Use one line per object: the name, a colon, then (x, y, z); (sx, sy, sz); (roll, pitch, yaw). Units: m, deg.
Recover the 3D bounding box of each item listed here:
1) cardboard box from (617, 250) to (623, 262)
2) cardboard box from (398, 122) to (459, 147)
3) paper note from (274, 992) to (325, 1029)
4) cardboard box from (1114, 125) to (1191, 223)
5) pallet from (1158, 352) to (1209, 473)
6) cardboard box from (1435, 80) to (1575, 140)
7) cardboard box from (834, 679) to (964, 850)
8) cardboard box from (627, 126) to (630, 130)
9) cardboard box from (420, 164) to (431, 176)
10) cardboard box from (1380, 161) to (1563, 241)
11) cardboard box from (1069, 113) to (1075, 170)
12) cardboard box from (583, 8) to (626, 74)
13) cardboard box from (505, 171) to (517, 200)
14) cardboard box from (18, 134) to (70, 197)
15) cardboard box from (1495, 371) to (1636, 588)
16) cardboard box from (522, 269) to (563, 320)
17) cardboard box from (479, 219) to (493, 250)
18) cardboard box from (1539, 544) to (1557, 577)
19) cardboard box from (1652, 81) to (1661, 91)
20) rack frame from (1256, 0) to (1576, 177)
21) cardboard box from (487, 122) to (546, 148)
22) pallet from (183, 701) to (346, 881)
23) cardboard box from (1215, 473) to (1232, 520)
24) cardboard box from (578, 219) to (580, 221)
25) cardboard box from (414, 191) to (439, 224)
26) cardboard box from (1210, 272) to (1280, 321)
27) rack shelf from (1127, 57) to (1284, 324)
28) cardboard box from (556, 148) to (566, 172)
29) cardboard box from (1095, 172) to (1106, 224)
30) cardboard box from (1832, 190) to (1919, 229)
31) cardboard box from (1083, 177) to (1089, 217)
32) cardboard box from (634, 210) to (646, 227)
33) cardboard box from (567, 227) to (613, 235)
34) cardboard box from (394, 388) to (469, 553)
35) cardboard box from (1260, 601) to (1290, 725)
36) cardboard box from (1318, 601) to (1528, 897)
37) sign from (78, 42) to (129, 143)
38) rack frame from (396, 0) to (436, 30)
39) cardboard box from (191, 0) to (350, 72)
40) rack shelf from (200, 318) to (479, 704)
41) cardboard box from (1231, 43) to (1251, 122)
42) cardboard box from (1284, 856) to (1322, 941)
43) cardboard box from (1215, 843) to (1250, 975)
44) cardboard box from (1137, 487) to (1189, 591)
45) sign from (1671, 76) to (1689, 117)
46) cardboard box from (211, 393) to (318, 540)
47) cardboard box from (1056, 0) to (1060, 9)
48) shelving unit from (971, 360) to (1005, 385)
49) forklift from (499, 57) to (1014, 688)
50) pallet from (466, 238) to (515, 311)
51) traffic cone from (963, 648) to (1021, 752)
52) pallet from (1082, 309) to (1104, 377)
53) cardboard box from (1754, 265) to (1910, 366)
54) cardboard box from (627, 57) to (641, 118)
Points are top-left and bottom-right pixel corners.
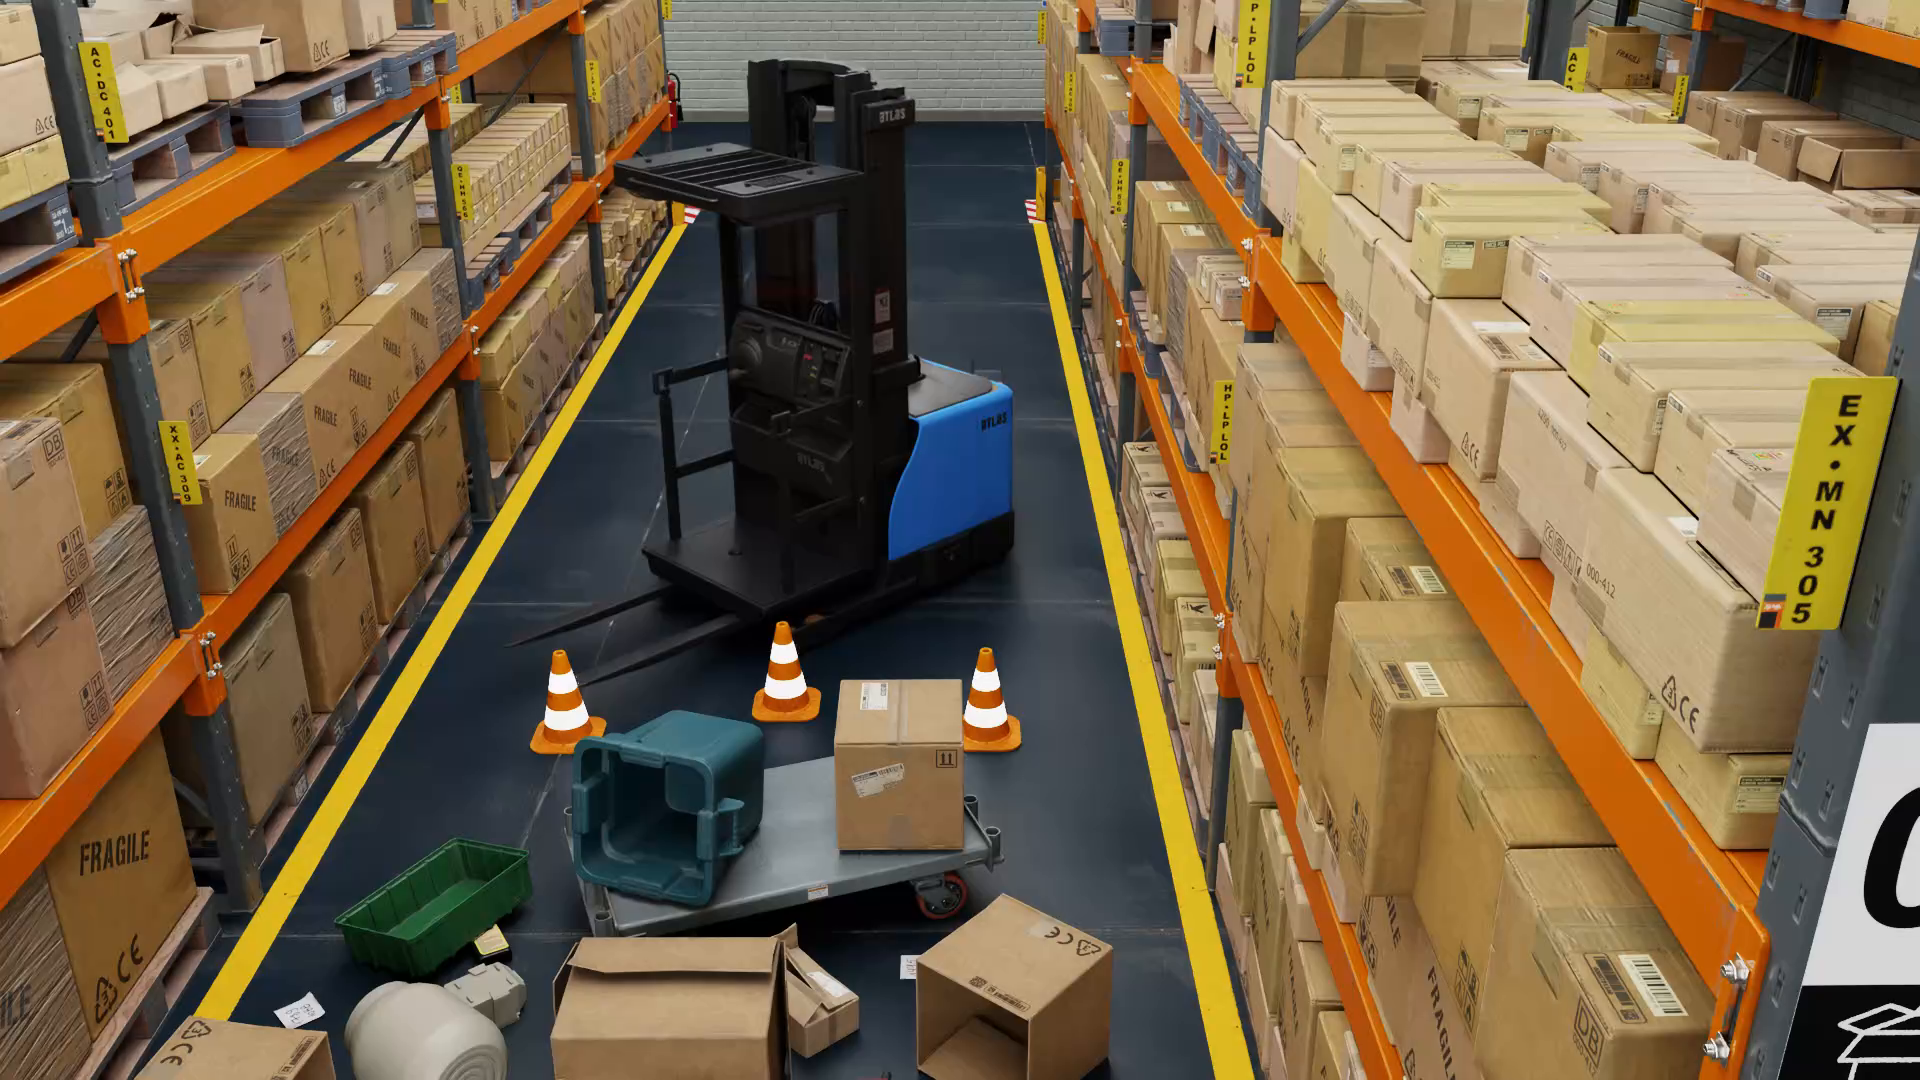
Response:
cardboard box: (-3.325, -2.615, 15.341); (0.380, 0.149, 0.250); (-1, 24, -3)
cardboard box: (-3.940, -3.004, 12.325); (0.380, 0.149, 0.250); (-1, 24, -1)
paper note: (-2.494, 1.778, 6.281); (0.147, 0.020, 0.142); (-19, 31, -36)
cardboard box: (1.231, -2.273, 10.300); (0.500, 0.500, 0.500); (-1, 24, -2)
pallet: (1.560, -0.657, 8.295); (1.003, 0.211, 1.213); (0, 24, -1)
cardboard box: (1.763, -1.397, 5.397); (0.380, 0.149, 0.250); (0, 24, 1)
cardboard box: (-0.238, 0.903, 6.728); (0.500, 0.500, 0.500); (0, 24, -1)
cardboard box: (-3.307, -3.904, 15.547); (0.380, 0.149, 0.250); (0, 24, 0)
cardboard box: (-3.931, -2.547, 11.677); (0.380, 0.149, 0.250); (-1, 24, -2)
cardboard box: (1.288, -0.859, 4.207); (0.380, 0.149, 0.250); (-1, 24, -1)
cardboard box: (1.194, -3.443, 14.102); (0.500, 0.500, 0.500); (0, 24, 0)
cardboard box: (-3.251, -4.389, 14.618); (0.500, 0.500, 0.500); (0, 24, 0)
cardboard box: (-3.271, -2.439, 11.436); (0.380, 0.149, 0.250); (0, 24, -1)
cardboard box: (-3.083, -1.188, 5.270); (0.380, 0.149, 0.250); (0, 24, -1)
cardboard box: (1.319, -0.114, 3.043); (0.500, 0.250, 0.500); (-1, 24, -1)
cardboard box: (-3.221, -1.803, 12.209); (0.500, 0.250, 0.500); (-1, 24, -3)
cardboard box: (-3.260, -1.979, 10.782); (0.380, 0.149, 0.250); (1, 24, 2)
cardboard box: (1.361, 0.022, 3.226); (0.380, 0.149, 0.250); (0, 24, 0)
cardboard box: (6.655, -4.127, 15.555); (0.500, 0.250, 0.500); (0, 24, -1)
rack frame: (1.542, -2.645, 5.178); (1.000, 3.000, 0.127); (0, 24, -1)
cardboard box: (-3.287, -3.002, 12.321); (0.380, 0.149, 0.250); (0, 24, -1)
pallet: (-3.491, 1.106, 7.549); (1.003, 0.211, 1.213); (0, 24, -1)
cardboard box: (1.260, -0.199, 6.845); (0.380, 0.149, 0.250); (0, 24, 0)
cardboard box: (-3.739, -3.093, 15.676); (0.380, 0.149, 0.250); (0, 24, 0)
cardboard box: (-3.262, -2.037, 10.186); (0.380, 0.149, 0.250); (0, 24, 0)
cardboard box: (1.290, -1.052, 7.158); (0.380, 0.149, 0.250); (-1, 24, -2)
rack shelf: (1.520, -1.774, 7.766); (1.077, 0.370, 4.000); (0, 24, -1)
cardboard box: (-3.289, -2.951, 12.930); (0.380, 0.149, 0.250); (0, 24, 0)
cardboard box: (1.203, -2.340, 11.358); (0.500, 0.250, 0.500); (-1, 24, -2)
cardboard box: (6.126, -2.140, 11.013); (0.500, 0.250, 0.500); (-1, 24, -3)
cardboard box: (1.192, -2.532, 12.391); (0.500, 0.250, 0.500); (0, 24, -1)
cardboard box: (-3.237, -3.071, 15.988); (0.380, 0.149, 0.250); (1, 24, 2)
cardboard box: (-3.287, -2.668, 14.737); (0.380, 0.149, 0.250); (-1, 24, -1)
cardboard box: (-3.534, -0.411, 9.738); (1.050, 0.750, 0.750); (-1, 24, -1)
cardboard box: (1.296, 0.297, 5.471); (0.500, 0.500, 0.500); (0, 24, -1)
cardboard box: (1.255, 0.473, 3.870); (0.700, 0.500, 0.500); (-1, 24, -1)
sign: (-2.852, -1.489, 5.538); (0.100, 0.325, 0.005); (0, 24, -1)
rack frame: (-3.451, -4.229, 8.681); (1.000, 3.000, 0.127); (0, 24, -1)
cardboard box: (-3.152, -2.430, 7.590); (0.500, 0.500, 0.500); (0, 24, -1)
rack shelf: (-3.429, -0.344, 8.243); (1.077, 0.370, 4.000); (0, 24, -1)
cardboard box: (1.390, -1.850, 6.732); (0.500, 0.250, 0.500); (0, 24, 0)
cardboard box: (1.233, 1.132, 5.237); (0.380, 0.149, 0.250); (1, 24, 2)
cardboard box: (1.278, 1.395, 6.354); (0.500, 0.250, 0.500); (-1, 24, -3)
cardboard box: (1.510, -0.017, 9.326); (0.950, 0.372, 0.625); (-1, 24, -2)
sign: (5.875, -3.620, 13.564); (0.100, 0.325, 0.005); (0, 24, -1)
cardboard box: (-3.150, -0.319, 7.194); (0.500, 0.500, 0.500); (0, 24, 0)
cardboard box: (1.121, -5.182, 15.945); (0.380, 0.149, 0.250); (-1, 24, -2)
shelving unit: (0.168, -0.569, 10.234); (0.215, 1.050, 0.252); (0, 24, 0)
forklift: (-1.068, -0.950, 8.794); (1.130, 2.935, 3.031); (22, 32, 40)
pallet: (-3.565, -1.701, 10.605); (1.213, 0.211, 1.003); (0, 24, -1)
traffic cone: (0.128, 0.740, 8.052); (0.336, 0.463, 0.334); (0, 24, -1)
pallet: (1.538, -1.620, 13.575); (1.003, 0.211, 1.213); (0, 24, -1)
cardboard box: (1.799, -0.438, 3.276); (0.380, 0.149, 0.250); (0, 24, -1)
cardboard box: (-3.265, -4.163, 15.331); (0.500, 0.500, 0.500); (1, 24, 2)
